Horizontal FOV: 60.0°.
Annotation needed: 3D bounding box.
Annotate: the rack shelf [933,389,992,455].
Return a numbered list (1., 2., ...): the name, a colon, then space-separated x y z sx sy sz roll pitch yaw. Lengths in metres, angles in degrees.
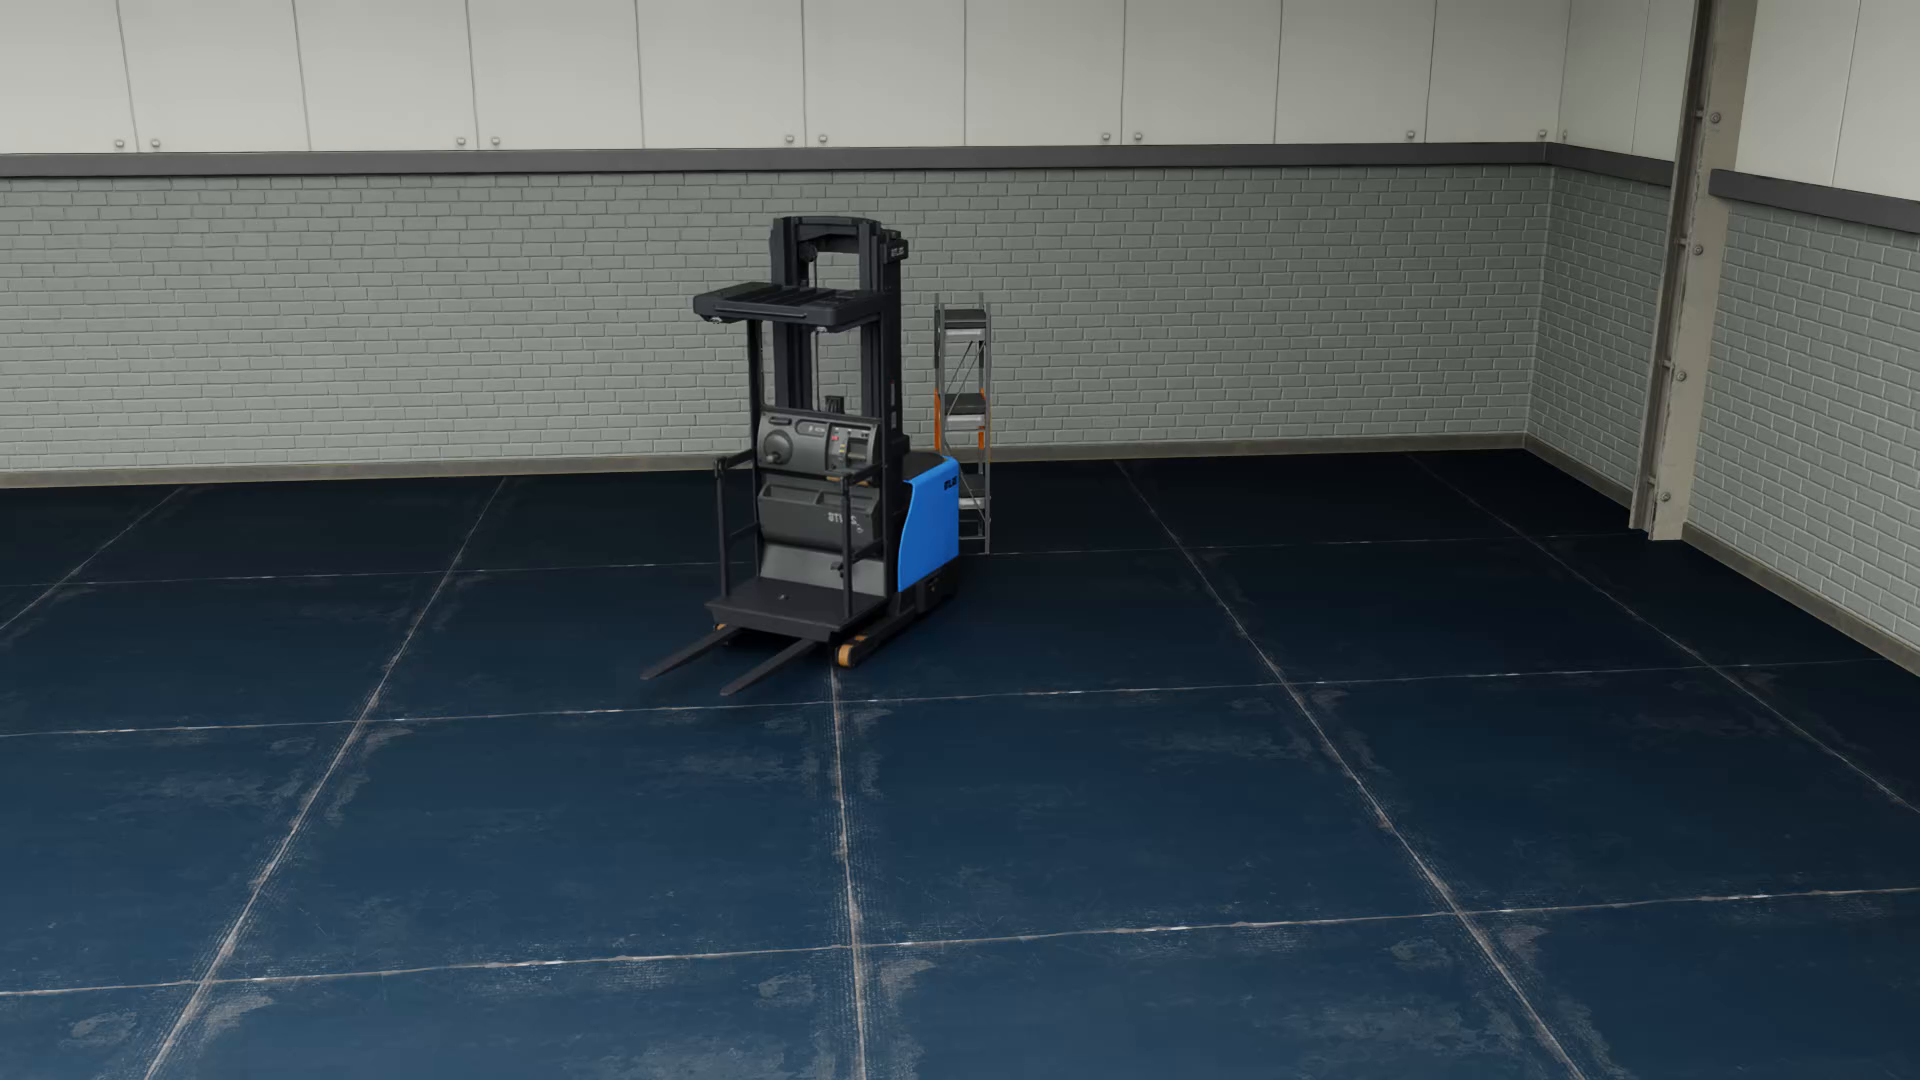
1. rack shelf: 0.017 -0.939 13.710 0.431 0.518 0.480 -2 18 -6

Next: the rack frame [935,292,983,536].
1. rack frame: -0.008 -1.025 13.937 0.400 2.100 0.015 -2 18 -6

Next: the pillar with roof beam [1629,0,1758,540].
1. pillar with roof beam: 1.736 -4.222 12.601 9.100 9.000 0.400 -2 18 -6

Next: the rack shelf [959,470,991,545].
1. rack shelf: 0.017 -0.272 13.919 0.431 0.518 0.480 -2 18 -6

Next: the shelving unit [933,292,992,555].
1. shelving unit: 0.017 -0.952 13.705 0.431 2.100 0.503 -2 18 -6

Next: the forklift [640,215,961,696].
1. forklift: -1.090 -0.670 11.419 1.130 2.935 3.031 8 19 25

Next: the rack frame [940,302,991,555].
1. rack frame: 0.042 -0.880 13.474 0.400 2.100 0.015 -2 18 -6

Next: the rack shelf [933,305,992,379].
1. rack shelf: 0.017 -1.607 13.500 0.431 0.518 0.480 -2 18 -6
